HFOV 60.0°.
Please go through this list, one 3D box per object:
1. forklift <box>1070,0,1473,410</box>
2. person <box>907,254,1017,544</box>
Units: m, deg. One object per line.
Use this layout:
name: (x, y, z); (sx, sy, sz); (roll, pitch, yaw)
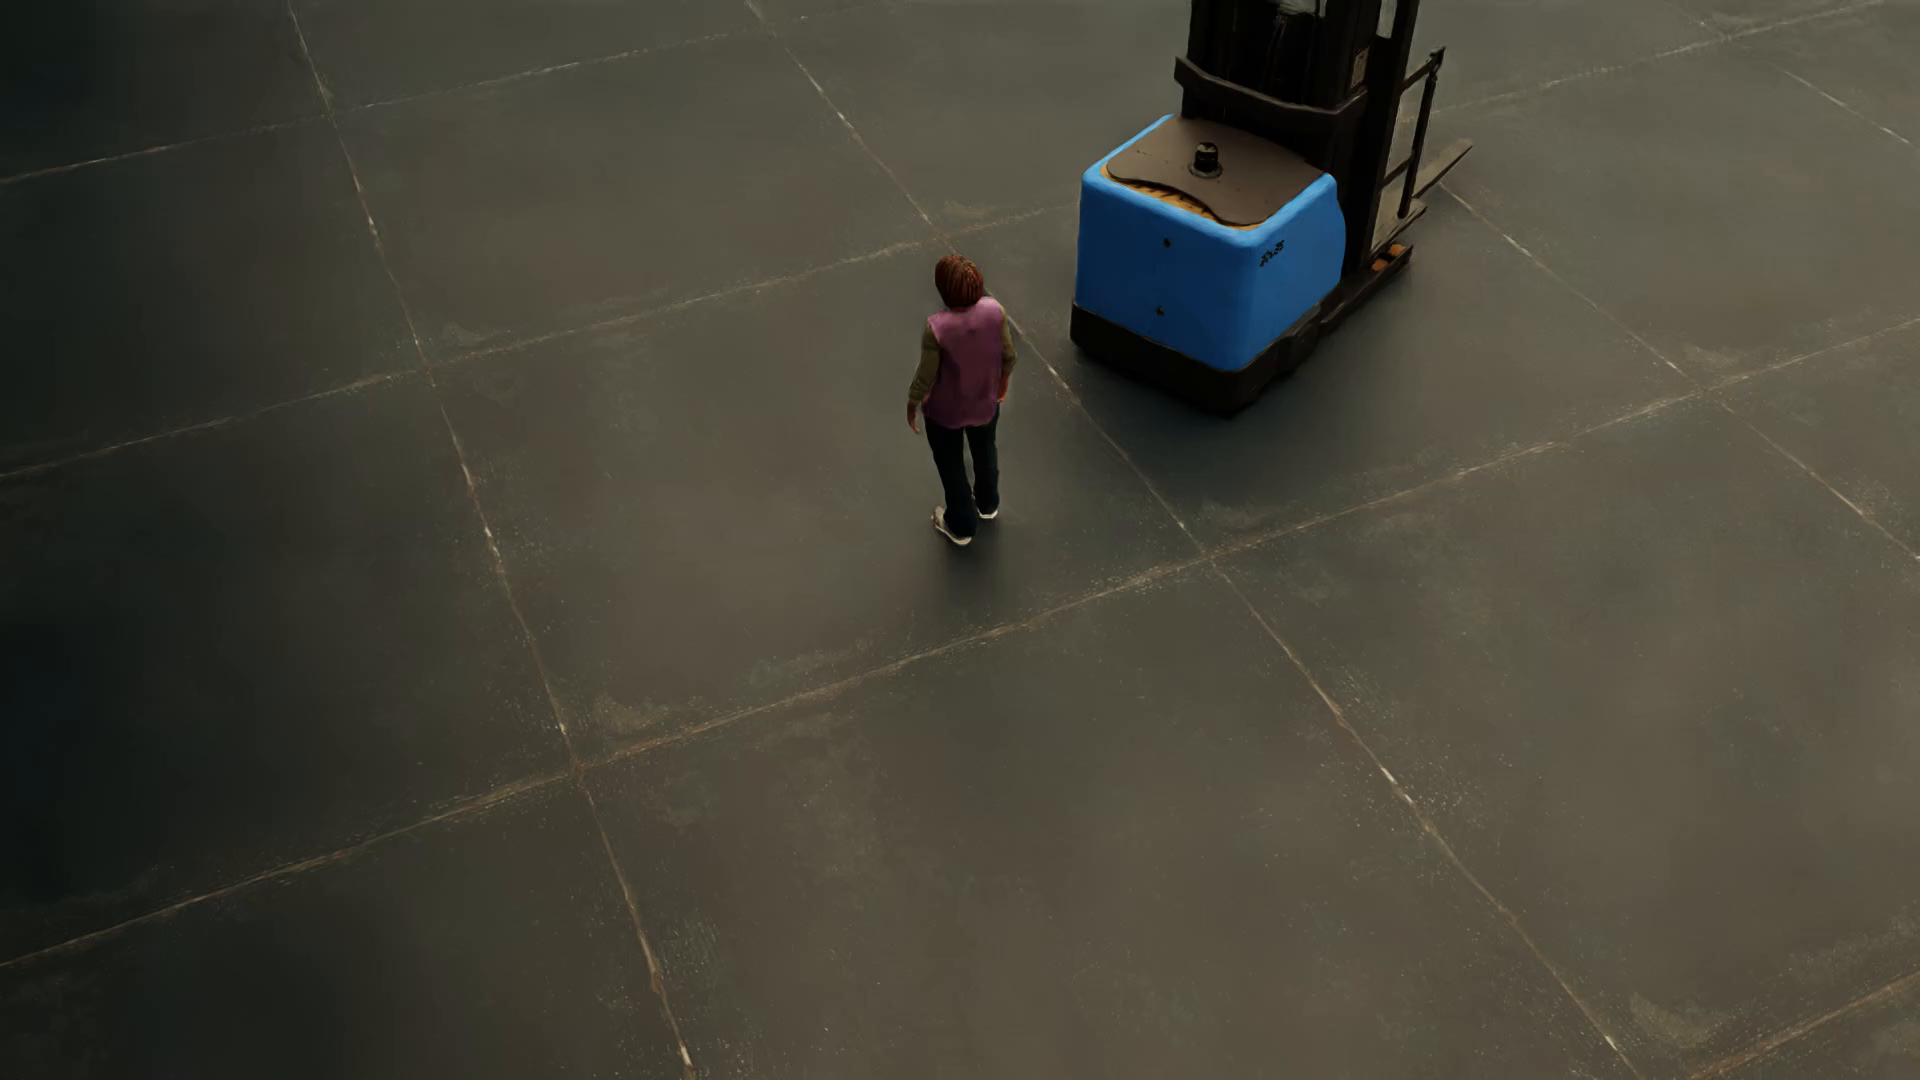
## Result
forklift: (1.906, -2.676, 8.547); (1.130, 2.935, 3.031); (29, 50, 27)
person: (-0.019, -0.639, 7.332); (0.520, 1.597, 0.474); (-18, 46, -18)
